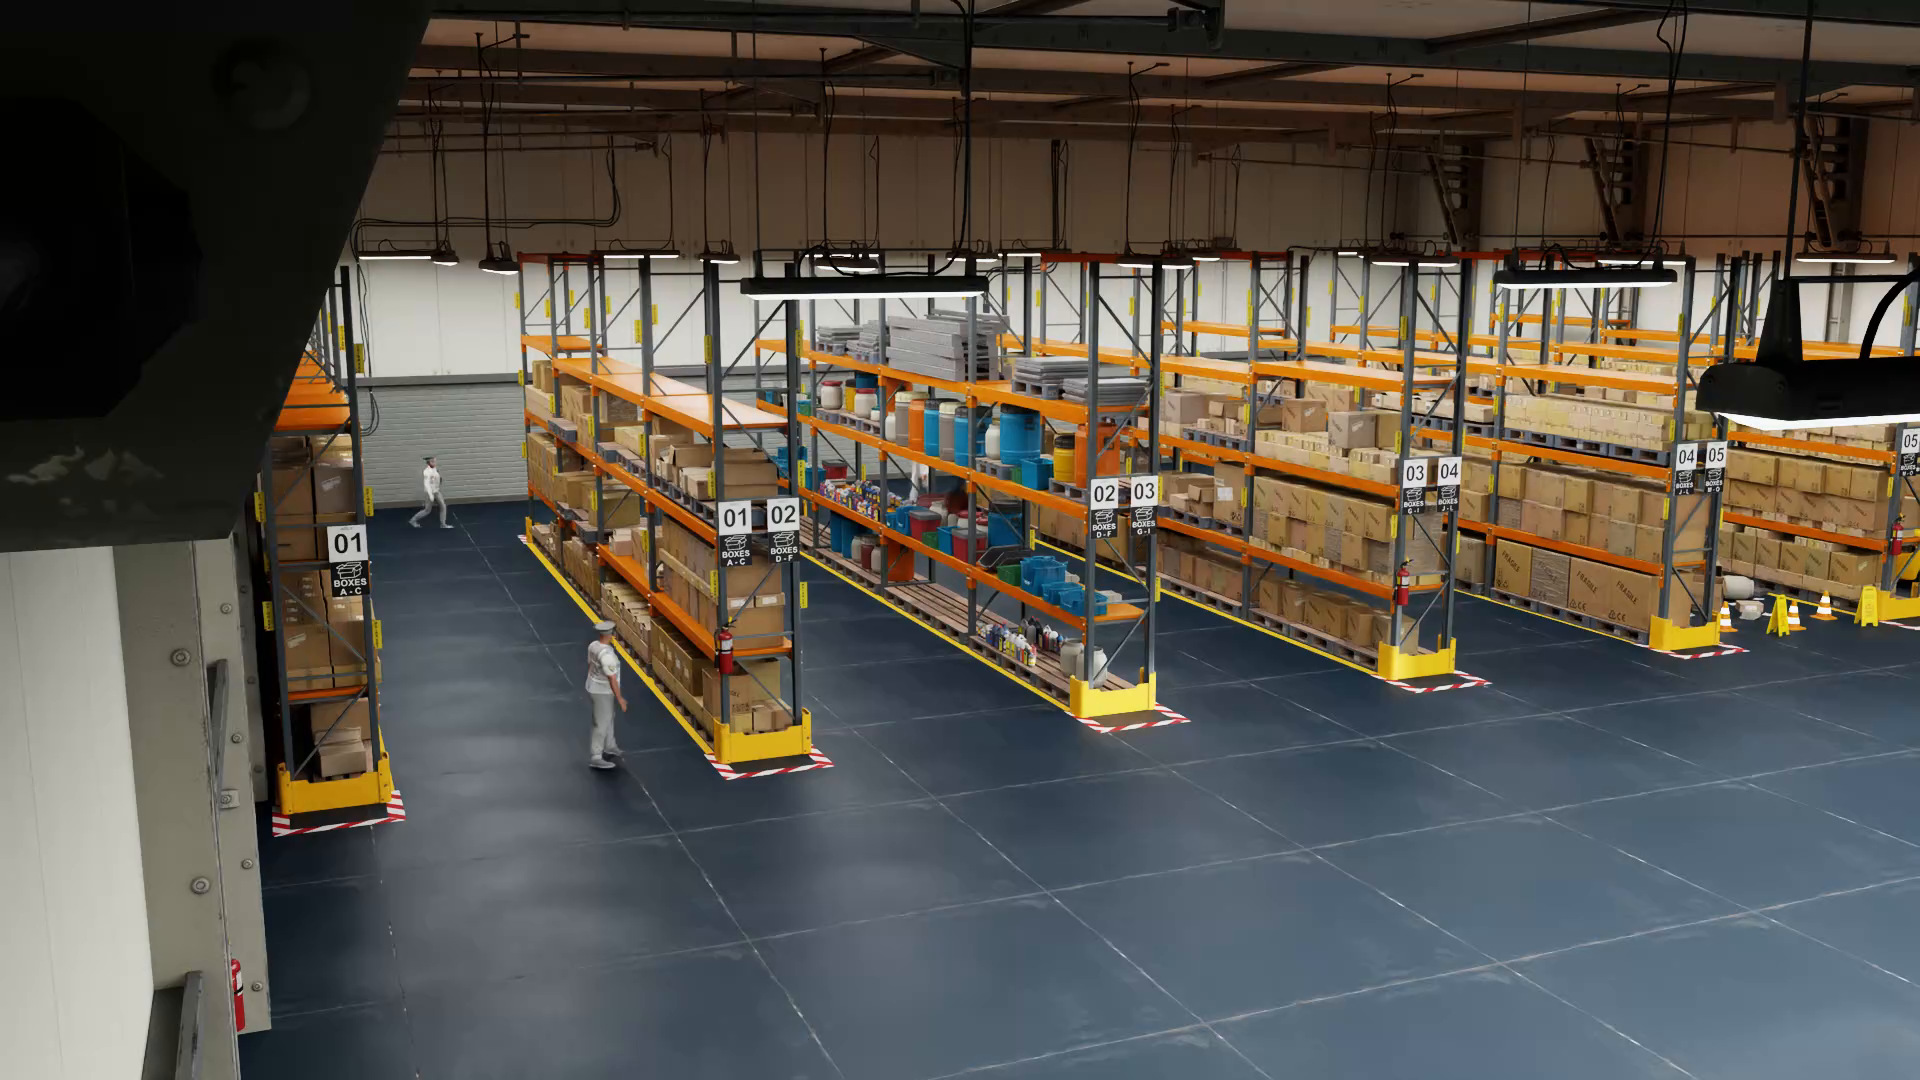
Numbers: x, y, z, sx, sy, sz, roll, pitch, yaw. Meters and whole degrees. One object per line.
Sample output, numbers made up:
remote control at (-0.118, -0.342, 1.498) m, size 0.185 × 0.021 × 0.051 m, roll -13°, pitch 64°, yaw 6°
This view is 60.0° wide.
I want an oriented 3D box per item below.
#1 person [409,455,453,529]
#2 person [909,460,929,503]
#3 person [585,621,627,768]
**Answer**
person at (-11.514, -1.038, 36.138) m, size 0.878 × 1.630 × 0.535 m, roll 1°, pitch 10°, yaw 3°
person at (-0.934, -1.502, 38.326) m, size 0.621 × 1.718 × 1.180 m, roll 6°, pitch 12°, yaw 28°
person at (-4.293, 1.858, 20.134) m, size 0.551 × 1.794 × 0.705 m, roll -4°, pitch 11°, yaw -22°
